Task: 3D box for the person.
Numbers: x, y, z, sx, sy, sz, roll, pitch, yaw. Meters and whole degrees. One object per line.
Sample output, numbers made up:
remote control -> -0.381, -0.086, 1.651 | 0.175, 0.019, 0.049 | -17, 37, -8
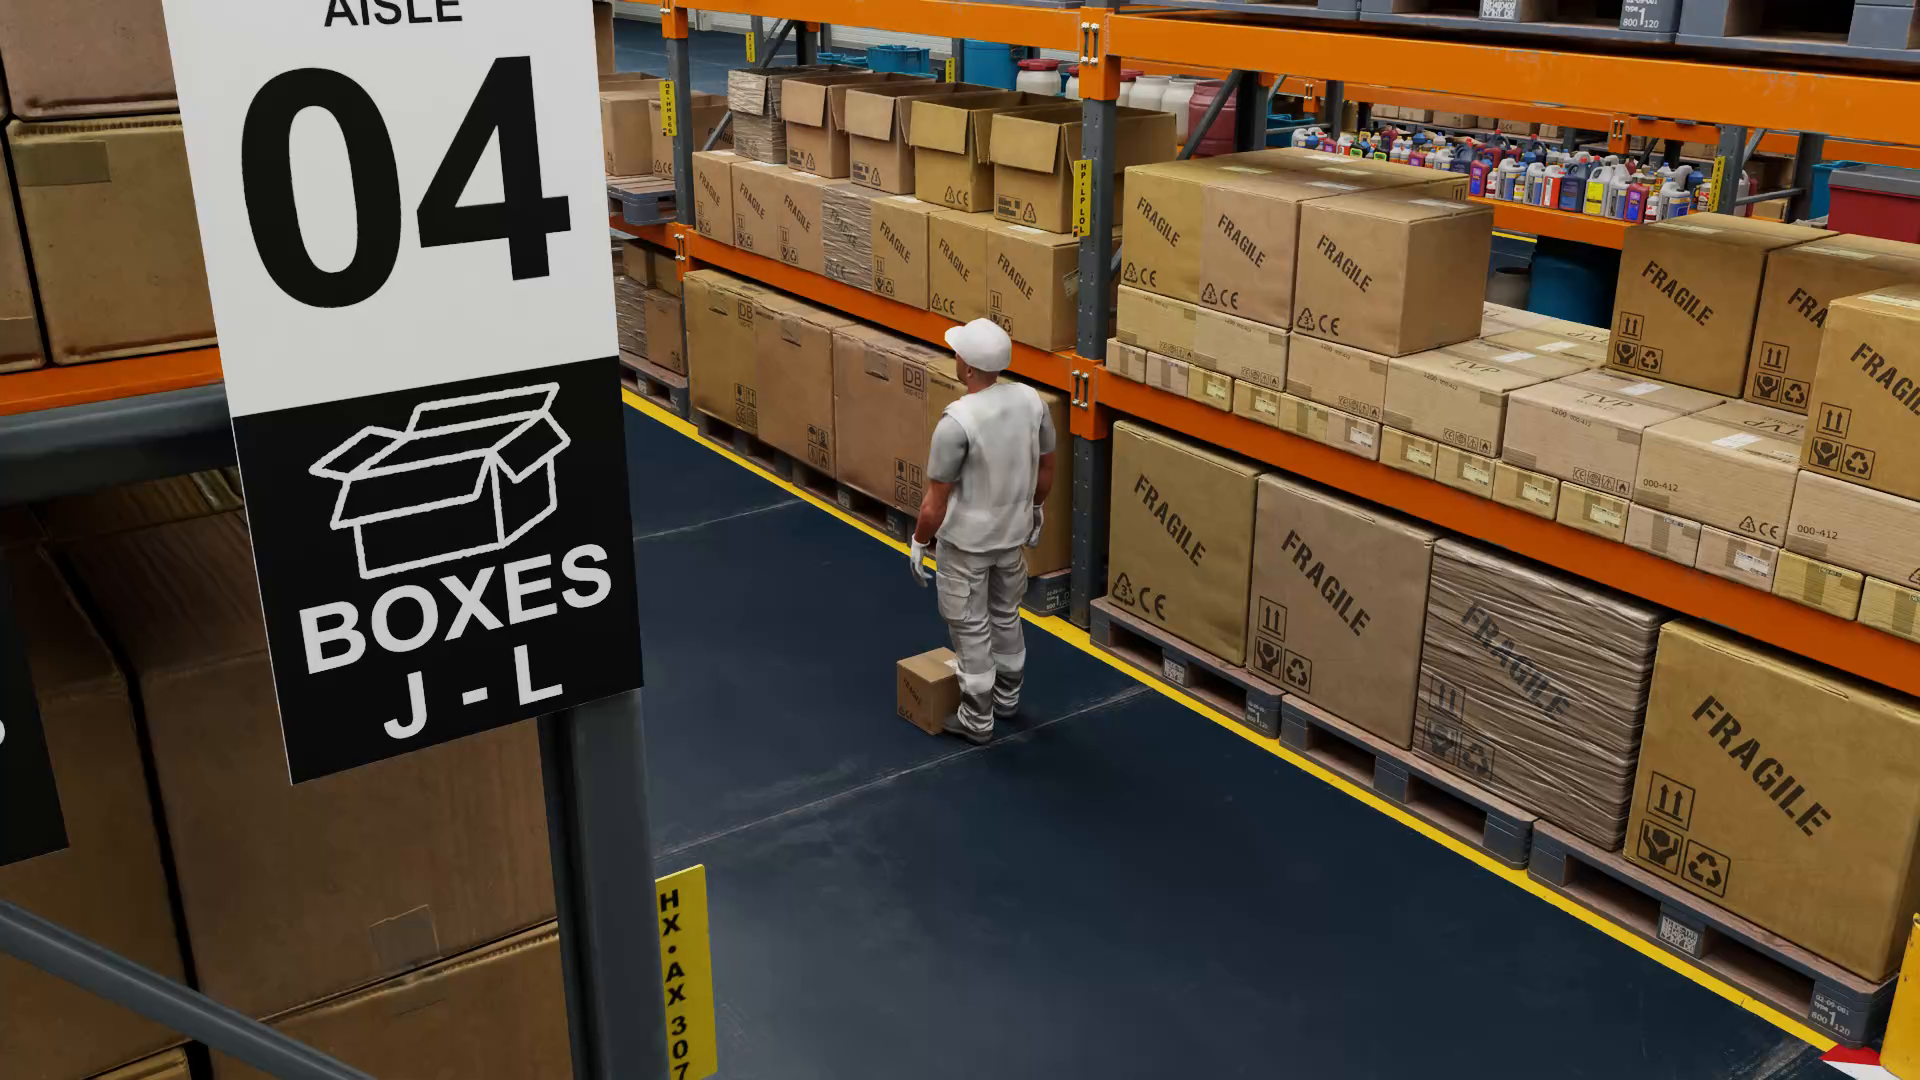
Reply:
person -> 0.046, -0.038, 6.624 | 0.638, 1.787, 0.564 | -14, 25, -33
